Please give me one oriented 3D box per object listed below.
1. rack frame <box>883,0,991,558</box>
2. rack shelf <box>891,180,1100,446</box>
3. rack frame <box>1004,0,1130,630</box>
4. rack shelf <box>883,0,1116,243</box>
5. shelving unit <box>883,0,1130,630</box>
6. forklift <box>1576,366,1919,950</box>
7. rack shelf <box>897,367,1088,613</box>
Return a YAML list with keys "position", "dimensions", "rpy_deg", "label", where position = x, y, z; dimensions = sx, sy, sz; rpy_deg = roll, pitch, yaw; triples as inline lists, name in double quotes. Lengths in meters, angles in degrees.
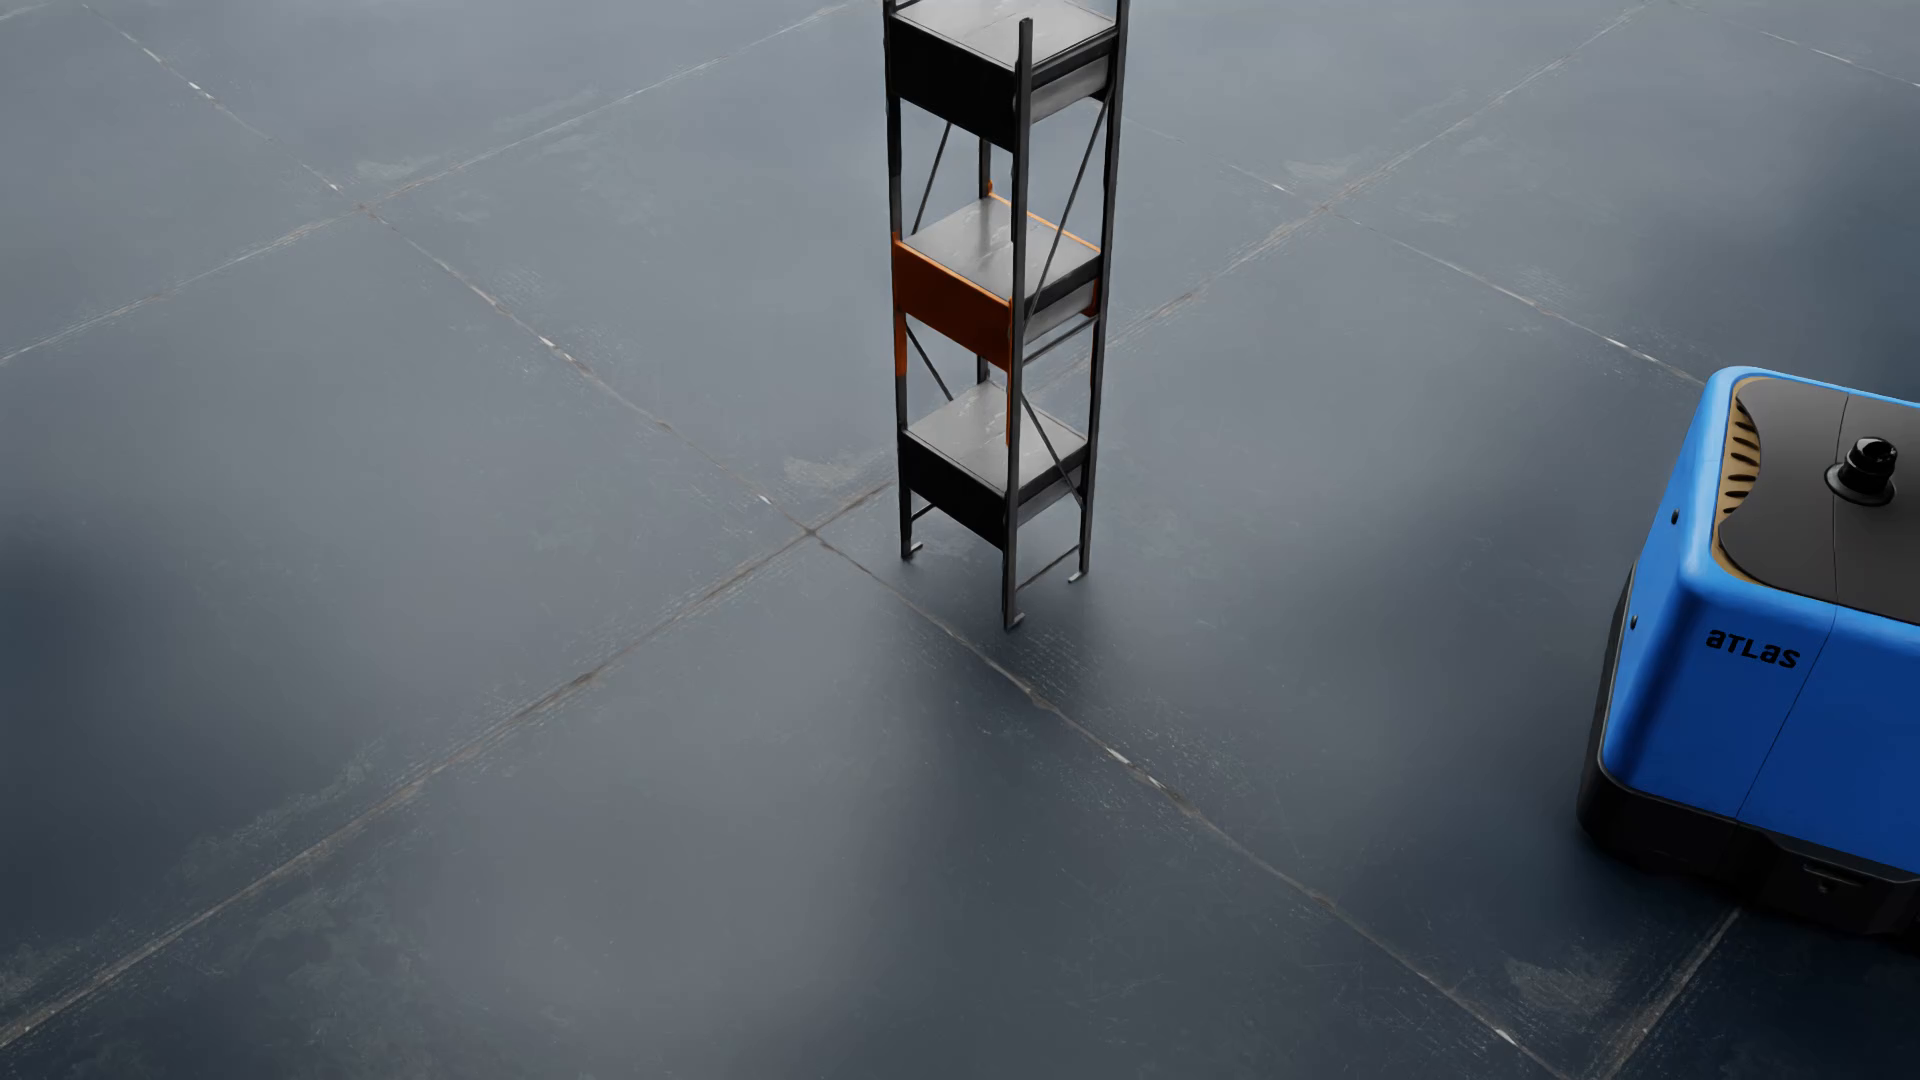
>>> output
- position: [-0.055, -0.809, 5.078]
  dimensions: [0.400, 2.100, 0.015]
  rpy_deg: [-34, 53, -31]
  label: "rack frame"
- position: [0.117, -0.682, 4.961]
  dimensions: [0.431, 0.518, 0.480]
  rpy_deg: [-34, 53, -31]
  label: "rack shelf"
- position: [0.289, -0.574, 4.824]
  dimensions: [0.400, 2.100, 0.015]
  rpy_deg: [-34, 53, -31]
  label: "rack frame"
- position: [0.117, -1.196, 4.486]
  dimensions: [0.431, 0.518, 0.480]
  rpy_deg: [-34, 53, -31]
  label: "rack shelf"
- position: [0.117, -0.692, 4.951]
  dimensions: [0.431, 2.100, 0.503]
  rpy_deg: [-34, 53, -31]
  label: "shelving unit"
- position: [3.339, -0.109, 3.708]
  dimensions: [3.031, 2.935, 1.130]
  rpy_deg: [16, 45, 17]
  label: "forklift"
- position: [0.117, -0.167, 5.436]
  dimensions: [0.431, 0.518, 0.480]
  rpy_deg: [-34, 53, -31]
  label: "rack shelf"
